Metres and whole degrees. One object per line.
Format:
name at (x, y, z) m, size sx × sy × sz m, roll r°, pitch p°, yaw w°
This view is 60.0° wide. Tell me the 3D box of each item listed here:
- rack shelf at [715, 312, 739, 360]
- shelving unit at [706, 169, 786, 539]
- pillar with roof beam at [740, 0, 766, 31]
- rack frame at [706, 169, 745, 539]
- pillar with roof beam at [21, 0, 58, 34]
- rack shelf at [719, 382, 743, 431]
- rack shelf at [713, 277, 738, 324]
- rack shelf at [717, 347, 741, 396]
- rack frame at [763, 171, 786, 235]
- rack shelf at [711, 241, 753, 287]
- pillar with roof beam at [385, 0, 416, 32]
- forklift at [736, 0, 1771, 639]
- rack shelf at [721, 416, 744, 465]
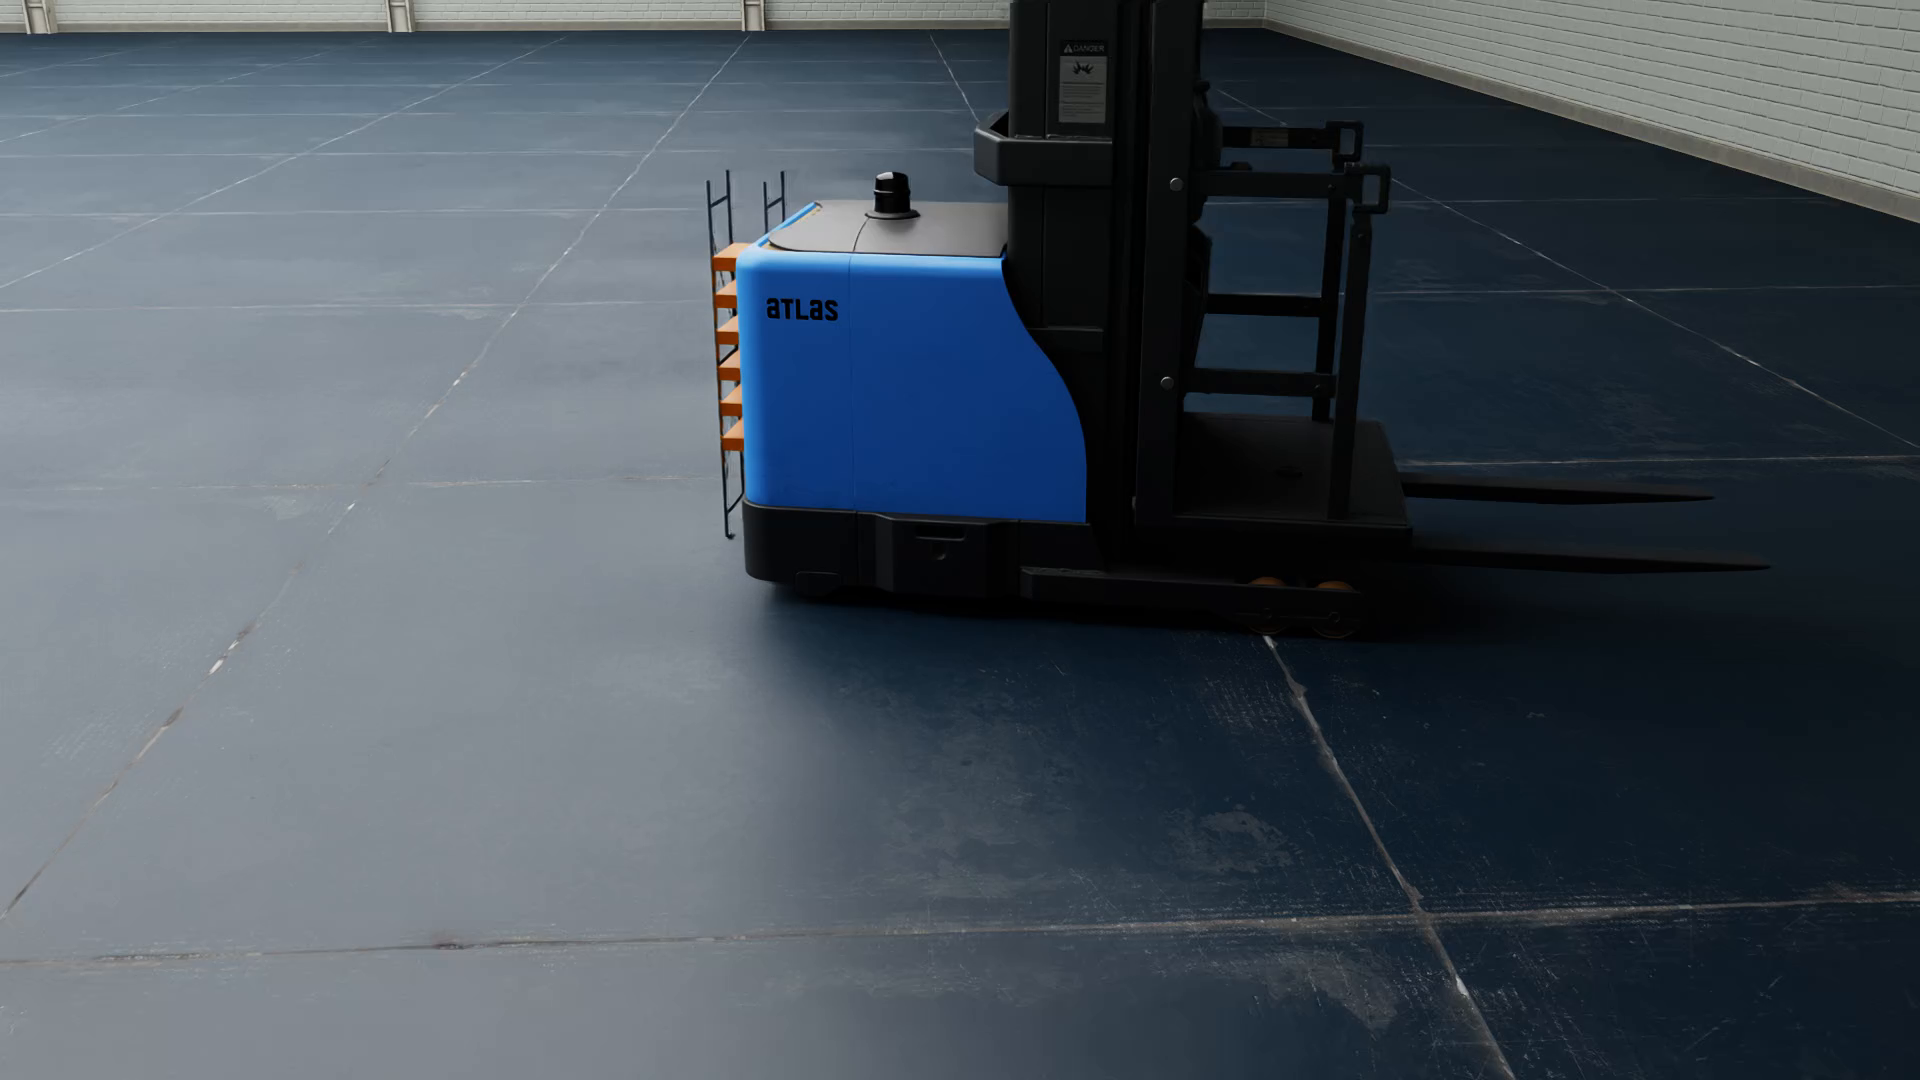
rack shelf at (-0.683, -0.672, 5.486) m, size 0.180 × 0.103 × 0.258 m, roll 3°, pitch 21°, yaw 8°
shelving unit at (-0.683, -0.601, 5.513) m, size 0.189 × 1.200 × 0.258 m, roll 3°, pitch 21°, yaw 8°
pillar with roof beam at (-3.331, -11.522, 23.237) m, size 0.400 × 9.000 × 9.100 m, roll -1°, pitch 21°, yaw -3°
rack frame at (-0.773, -0.606, 5.526) m, size 0.006 × 1.200 × 0.240 m, roll 3°, pitch 21°, yaw 8°
pillar with roof beam at (-15.311, -11.278, 22.597) m, size 0.400 × 9.000 × 9.100 m, roll -1°, pitch 21°, yaw -3°
rack shelf at (-0.683, -0.447, 5.572) m, size 0.180 × 0.103 × 0.258 m, roll 3°, pitch 21°, yaw 8°
rack shelf at (-0.683, -0.784, 5.444) m, size 0.180 × 0.103 × 0.258 m, roll 3°, pitch 21°, yaw 8°
rack shelf at (-0.683, -0.559, 5.529) m, size 0.180 × 0.103 × 0.258 m, roll 3°, pitch 21°, yaw 8°
rack frame at (-0.592, -0.596, 5.500) m, size 0.006 × 1.200 × 0.240 m, roll 3°, pitch 21°, yaw 8°
rack shelf at (-0.683, -0.896, 5.401) m, size 0.180 × 0.103 × 0.258 m, roll 3°, pitch 21°, yaw 8°
pillar with roof beam at (-9.321, -11.400, 22.917) m, size 0.400 × 9.000 × 9.100 m, roll -1°, pitch 21°, yaw -3°
forklift at (0.894, -1.284, 4.875) m, size 3.031 × 2.935 × 1.130 m, roll 3°, pitch 21°, yaw 8°
rack shelf at (-0.683, -0.335, 5.614) m, size 0.180 × 0.103 × 0.258 m, roll 3°, pitch 21°, yaw 8°
